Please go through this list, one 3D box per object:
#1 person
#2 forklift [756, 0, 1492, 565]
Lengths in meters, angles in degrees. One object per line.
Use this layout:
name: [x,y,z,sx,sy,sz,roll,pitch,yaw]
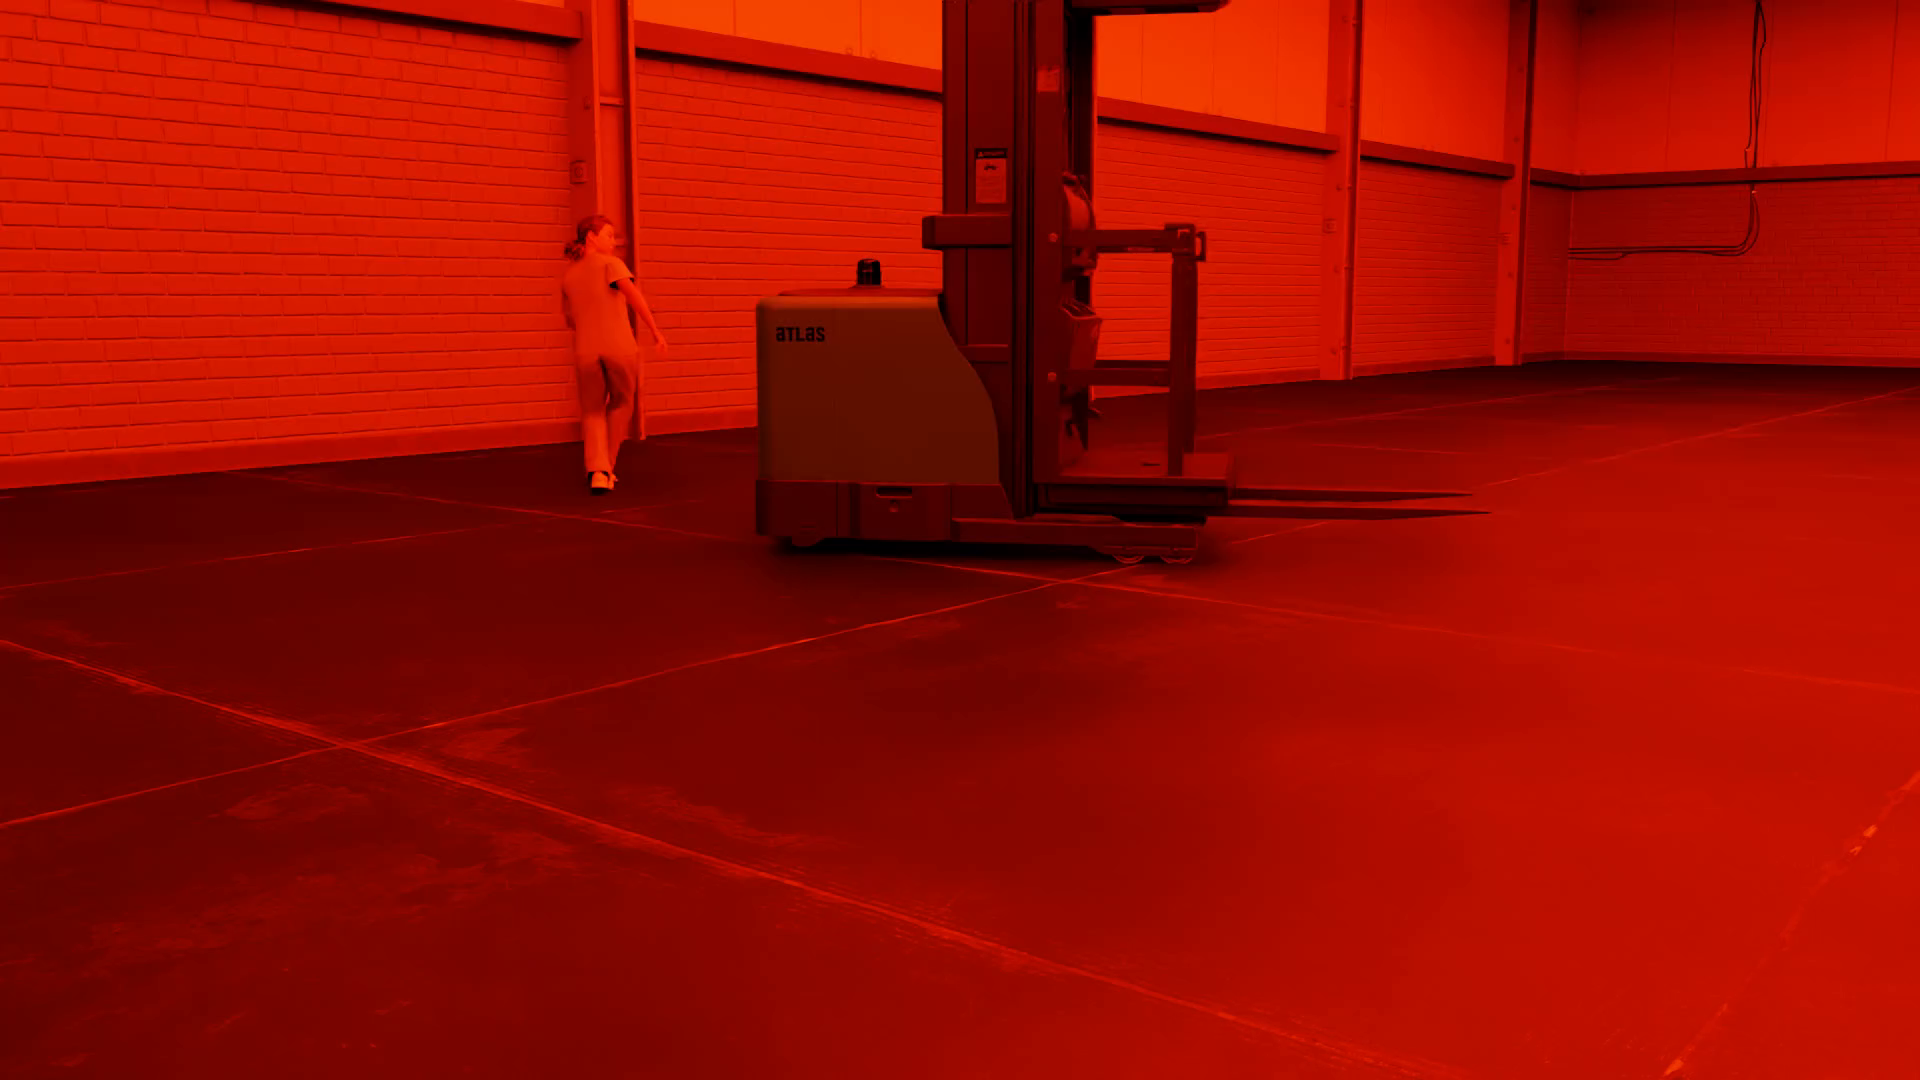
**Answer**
person: [-1.905,-1.046,9.338,0.686,1.538,0.767,1,8,6]
forklift: [0.698,-1.431,7.061,3.031,2.935,1.130,2,8,11]
